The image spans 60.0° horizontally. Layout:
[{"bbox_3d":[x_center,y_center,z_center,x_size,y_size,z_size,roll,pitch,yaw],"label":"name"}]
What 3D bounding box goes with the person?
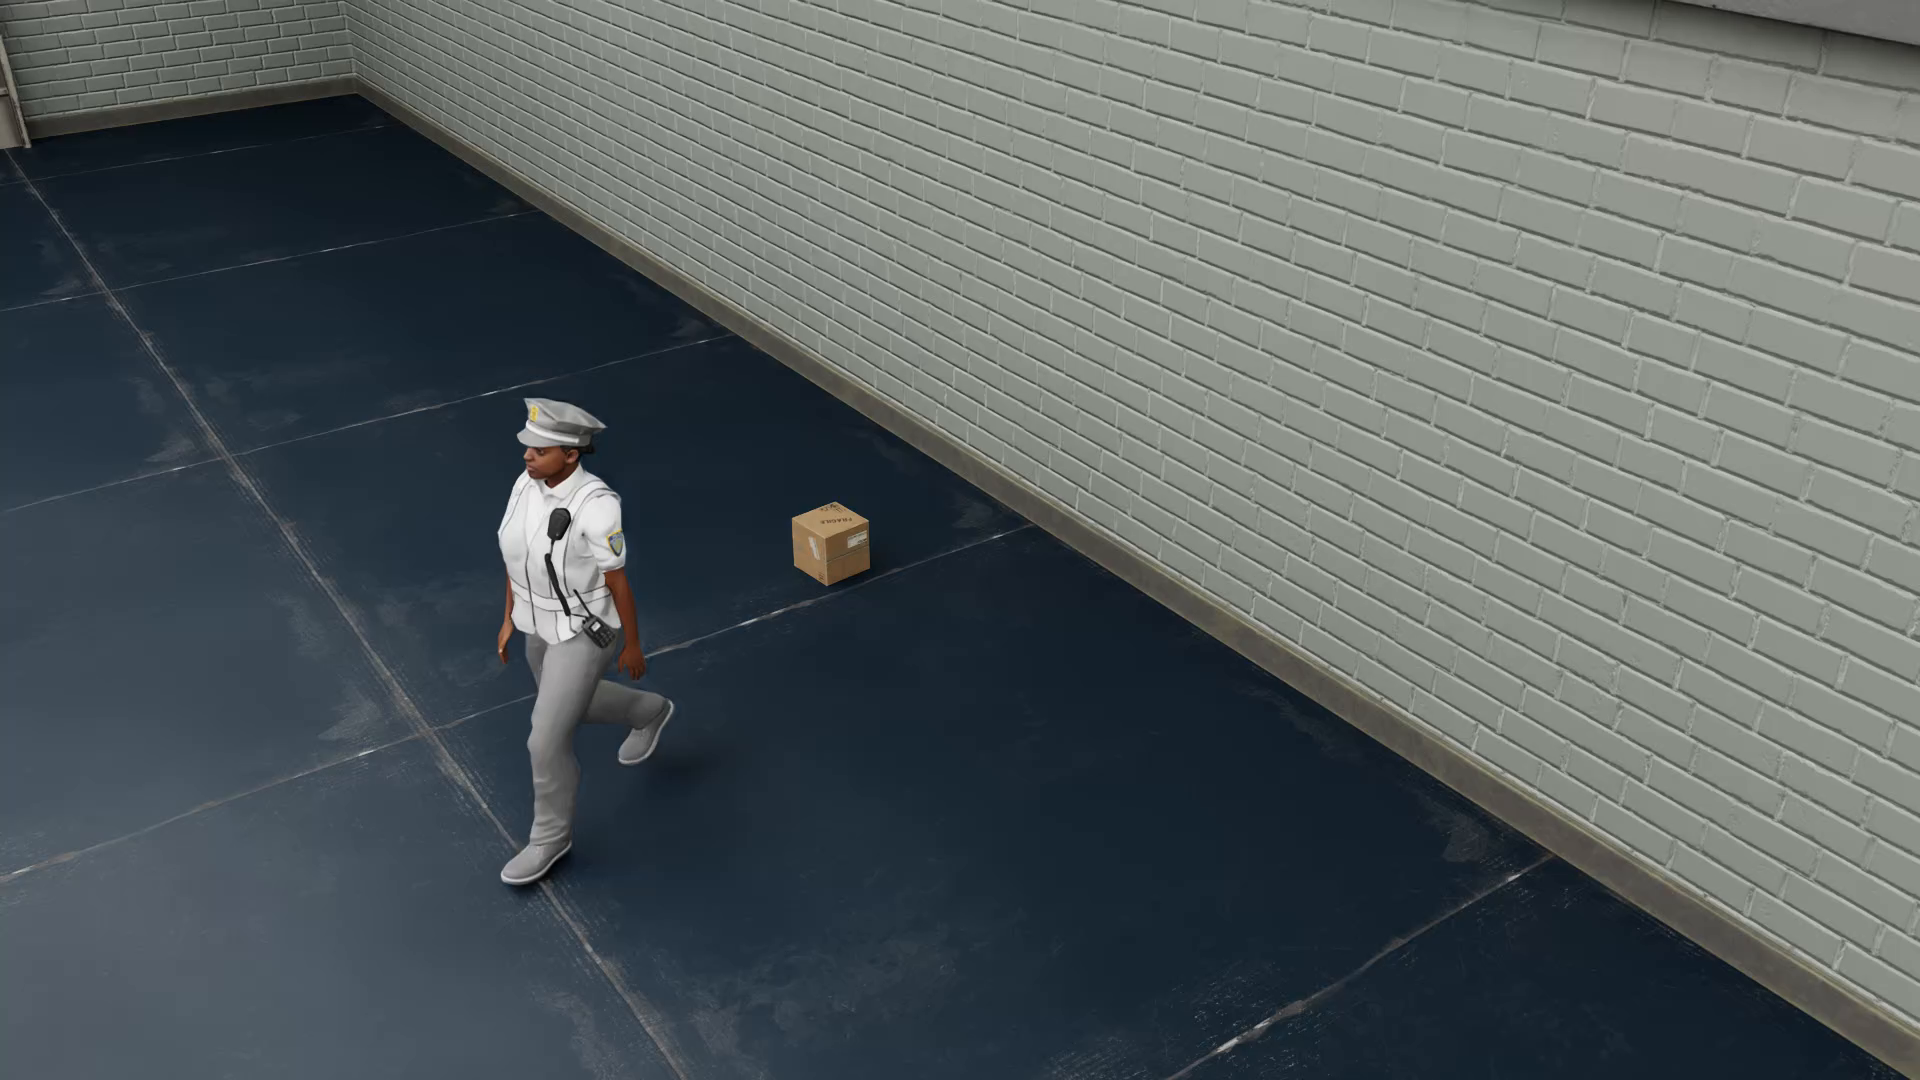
[{"bbox_3d":[-1.308,0.266,5.600,0.460,1.644,0.921,22,35,34],"label":"person"}]
